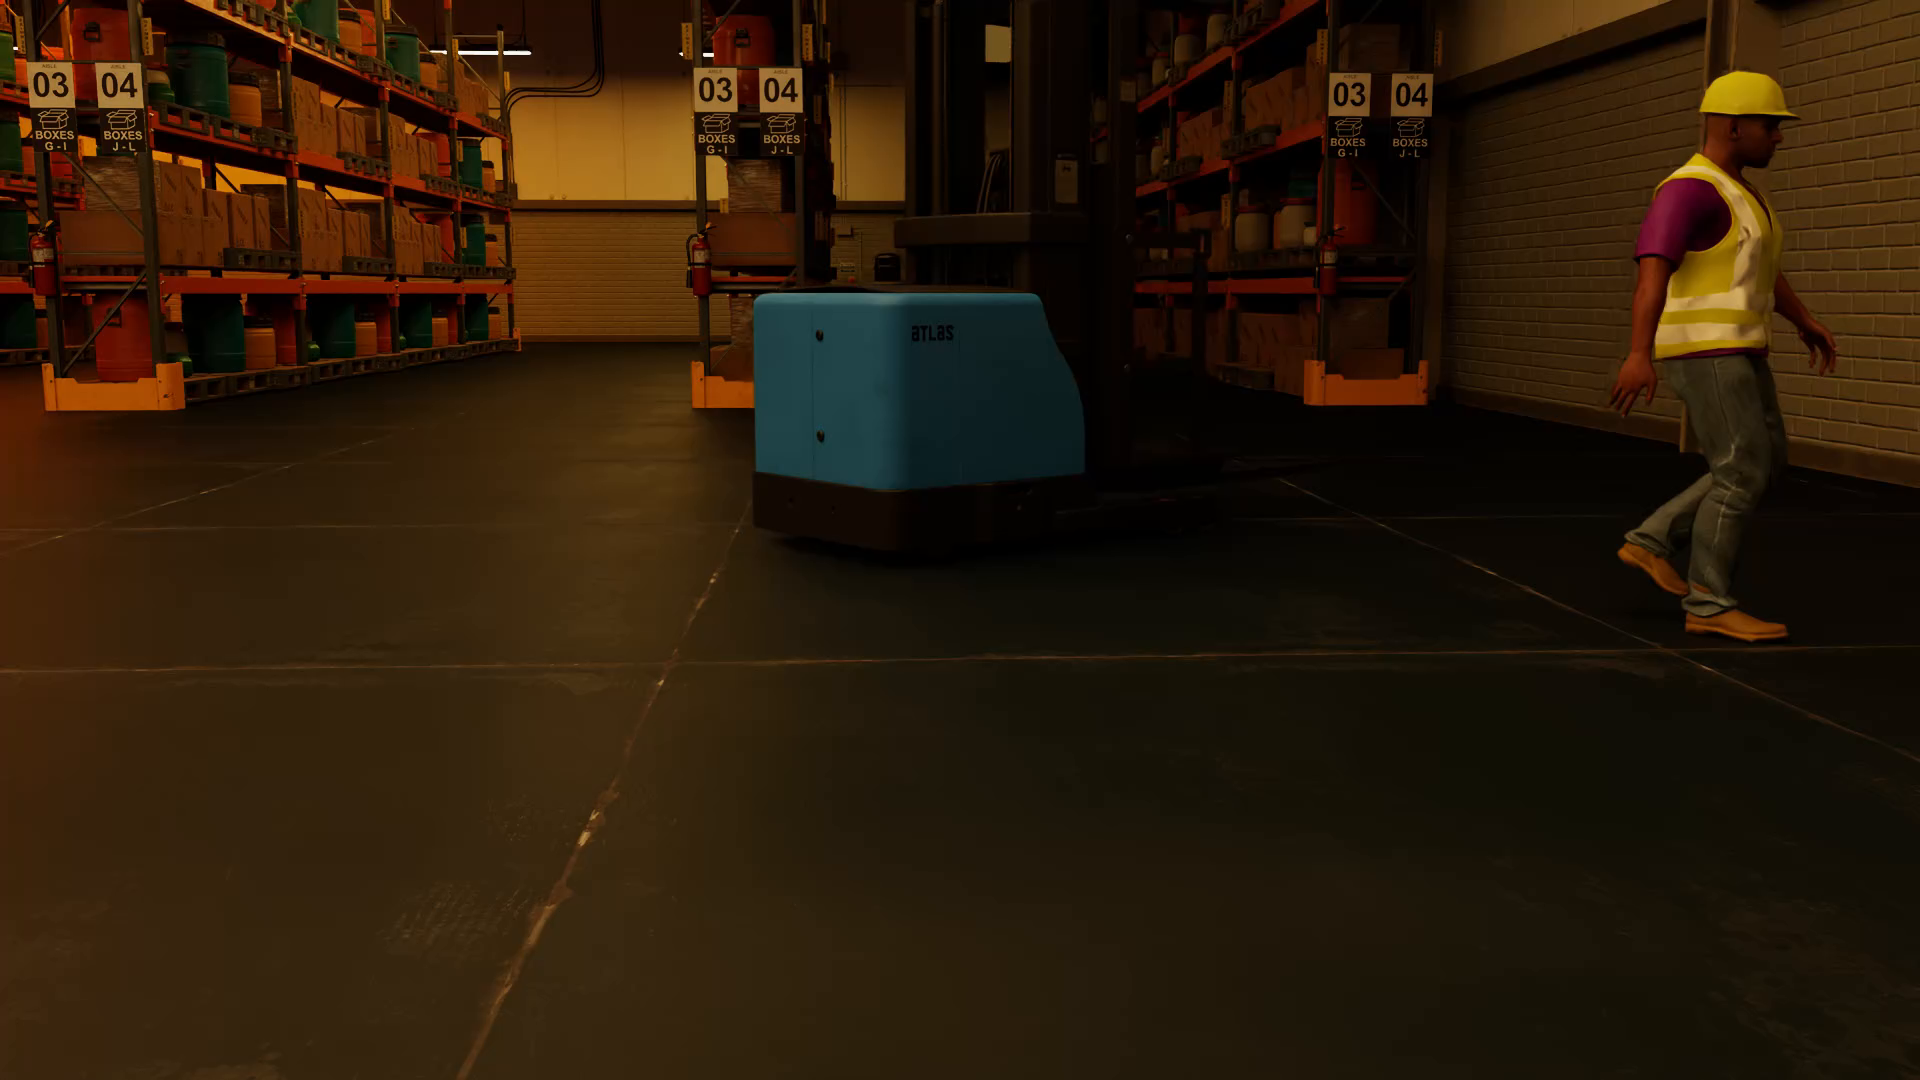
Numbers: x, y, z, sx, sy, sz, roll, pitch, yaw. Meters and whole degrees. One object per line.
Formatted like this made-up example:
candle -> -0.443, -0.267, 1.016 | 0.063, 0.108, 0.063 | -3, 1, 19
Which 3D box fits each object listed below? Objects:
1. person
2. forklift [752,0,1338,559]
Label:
person -> 2.390, -0.578, 5.257 | 0.593, 1.747, 0.829 | 6, 10, 36
forklift -> 0.557, -1.527, 7.617 | 3.031, 2.935, 1.130 | -7, 11, -39
